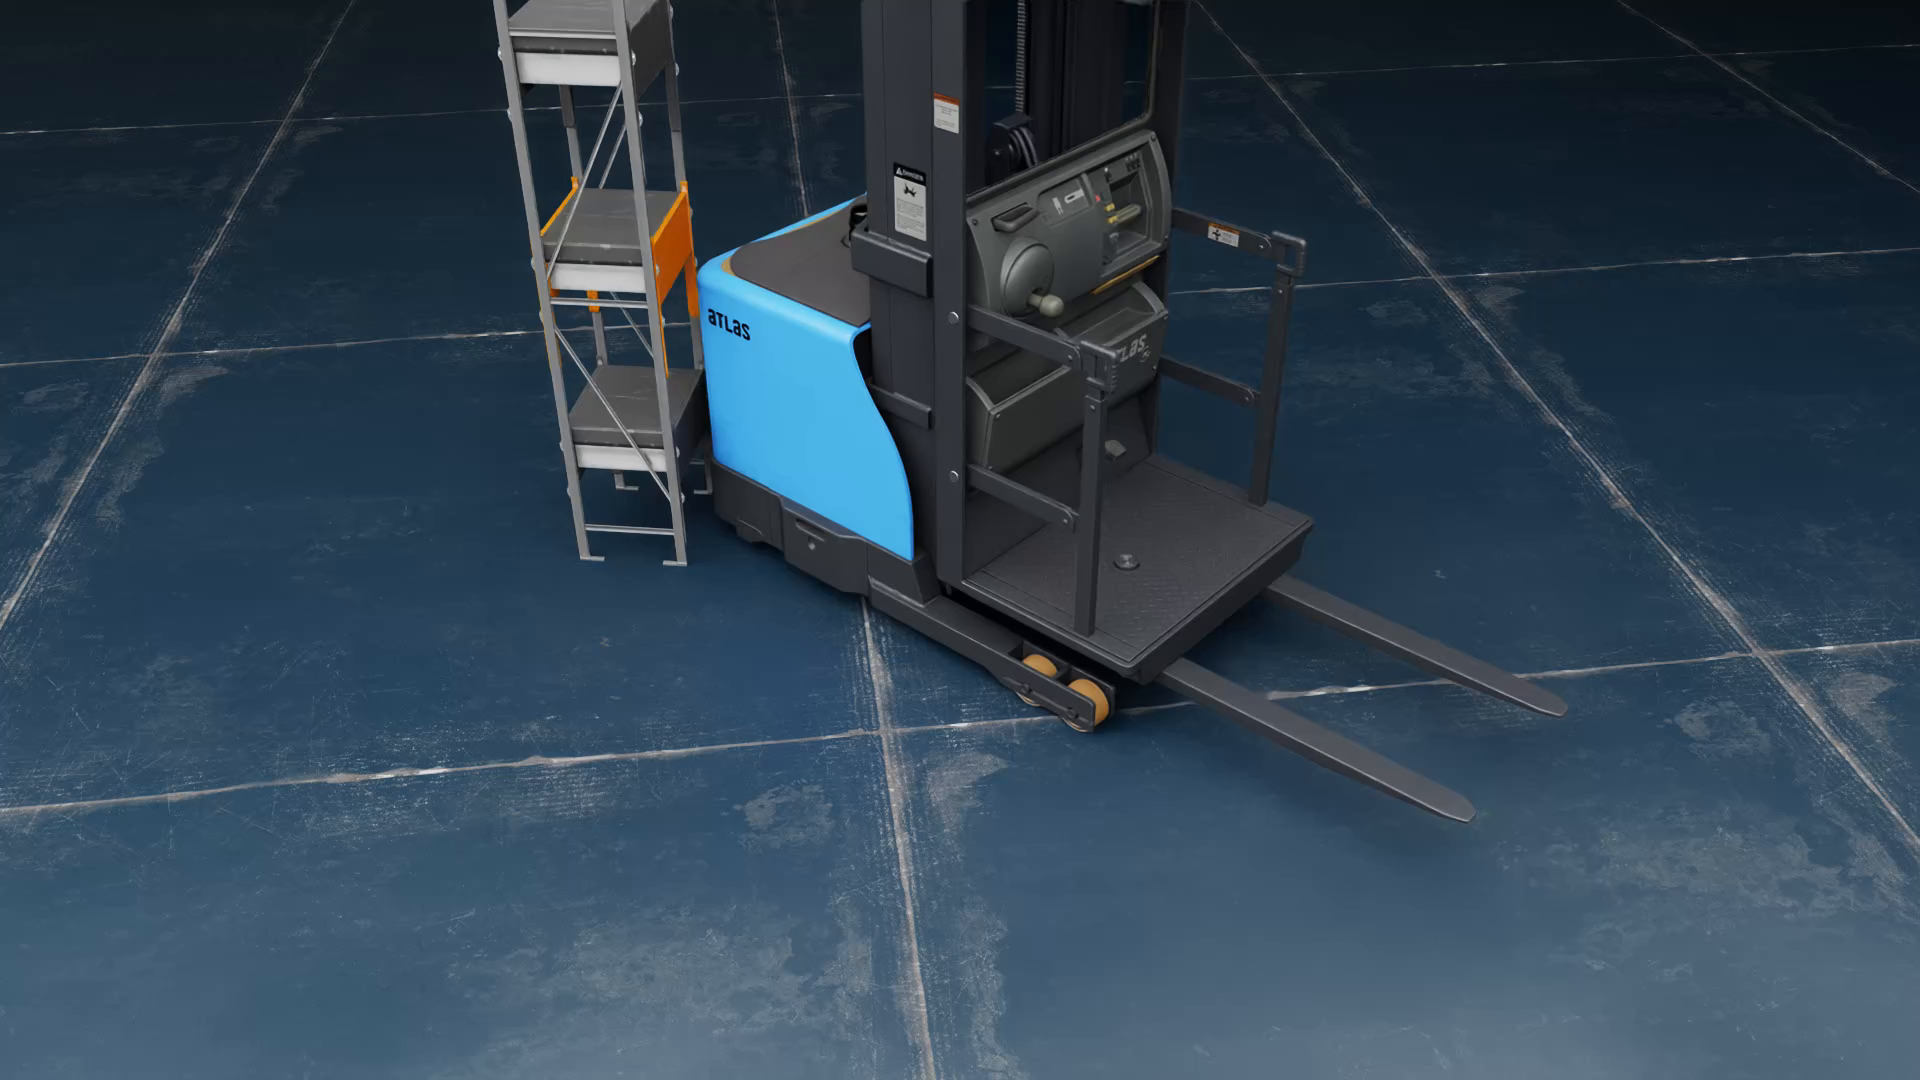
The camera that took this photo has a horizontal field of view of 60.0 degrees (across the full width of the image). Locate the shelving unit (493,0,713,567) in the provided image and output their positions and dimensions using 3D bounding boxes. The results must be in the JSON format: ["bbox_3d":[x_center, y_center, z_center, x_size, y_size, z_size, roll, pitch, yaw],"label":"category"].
[{"bbox_3d":[-1.177,-0.922,5.738,0.431,2.100,0.503,3,34,5],"label":"shelving unit"}]

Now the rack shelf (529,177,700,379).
[{"bbox_3d":[-1.177,-0.911,5.746,0.431,0.518,0.480,3,34,5],"label":"rack shelf"}]

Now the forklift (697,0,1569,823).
[{"bbox_3d":[0.512,-0.932,5.016,3.031,2.935,1.130,26,42,33],"label":"forklift"}]

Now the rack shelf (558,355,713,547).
[{"bbox_3d":[-1.177,-0.332,6.140,0.431,0.518,0.480,3,34,5],"label":"rack shelf"}]

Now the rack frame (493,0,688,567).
[{"bbox_3d":[-1.201,-0.785,5.538,0.400,2.100,0.015,3,34,5],"label":"rack frame"}]

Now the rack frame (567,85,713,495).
[{"bbox_3d":[-1.152,-1.059,5.939,0.400,2.100,0.015,3,34,5],"label":"rack frame"}]

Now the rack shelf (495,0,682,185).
[{"bbox_3d":[-1.177,-1.489,5.352,0.431,0.518,0.480,3,34,5],"label":"rack shelf"}]
